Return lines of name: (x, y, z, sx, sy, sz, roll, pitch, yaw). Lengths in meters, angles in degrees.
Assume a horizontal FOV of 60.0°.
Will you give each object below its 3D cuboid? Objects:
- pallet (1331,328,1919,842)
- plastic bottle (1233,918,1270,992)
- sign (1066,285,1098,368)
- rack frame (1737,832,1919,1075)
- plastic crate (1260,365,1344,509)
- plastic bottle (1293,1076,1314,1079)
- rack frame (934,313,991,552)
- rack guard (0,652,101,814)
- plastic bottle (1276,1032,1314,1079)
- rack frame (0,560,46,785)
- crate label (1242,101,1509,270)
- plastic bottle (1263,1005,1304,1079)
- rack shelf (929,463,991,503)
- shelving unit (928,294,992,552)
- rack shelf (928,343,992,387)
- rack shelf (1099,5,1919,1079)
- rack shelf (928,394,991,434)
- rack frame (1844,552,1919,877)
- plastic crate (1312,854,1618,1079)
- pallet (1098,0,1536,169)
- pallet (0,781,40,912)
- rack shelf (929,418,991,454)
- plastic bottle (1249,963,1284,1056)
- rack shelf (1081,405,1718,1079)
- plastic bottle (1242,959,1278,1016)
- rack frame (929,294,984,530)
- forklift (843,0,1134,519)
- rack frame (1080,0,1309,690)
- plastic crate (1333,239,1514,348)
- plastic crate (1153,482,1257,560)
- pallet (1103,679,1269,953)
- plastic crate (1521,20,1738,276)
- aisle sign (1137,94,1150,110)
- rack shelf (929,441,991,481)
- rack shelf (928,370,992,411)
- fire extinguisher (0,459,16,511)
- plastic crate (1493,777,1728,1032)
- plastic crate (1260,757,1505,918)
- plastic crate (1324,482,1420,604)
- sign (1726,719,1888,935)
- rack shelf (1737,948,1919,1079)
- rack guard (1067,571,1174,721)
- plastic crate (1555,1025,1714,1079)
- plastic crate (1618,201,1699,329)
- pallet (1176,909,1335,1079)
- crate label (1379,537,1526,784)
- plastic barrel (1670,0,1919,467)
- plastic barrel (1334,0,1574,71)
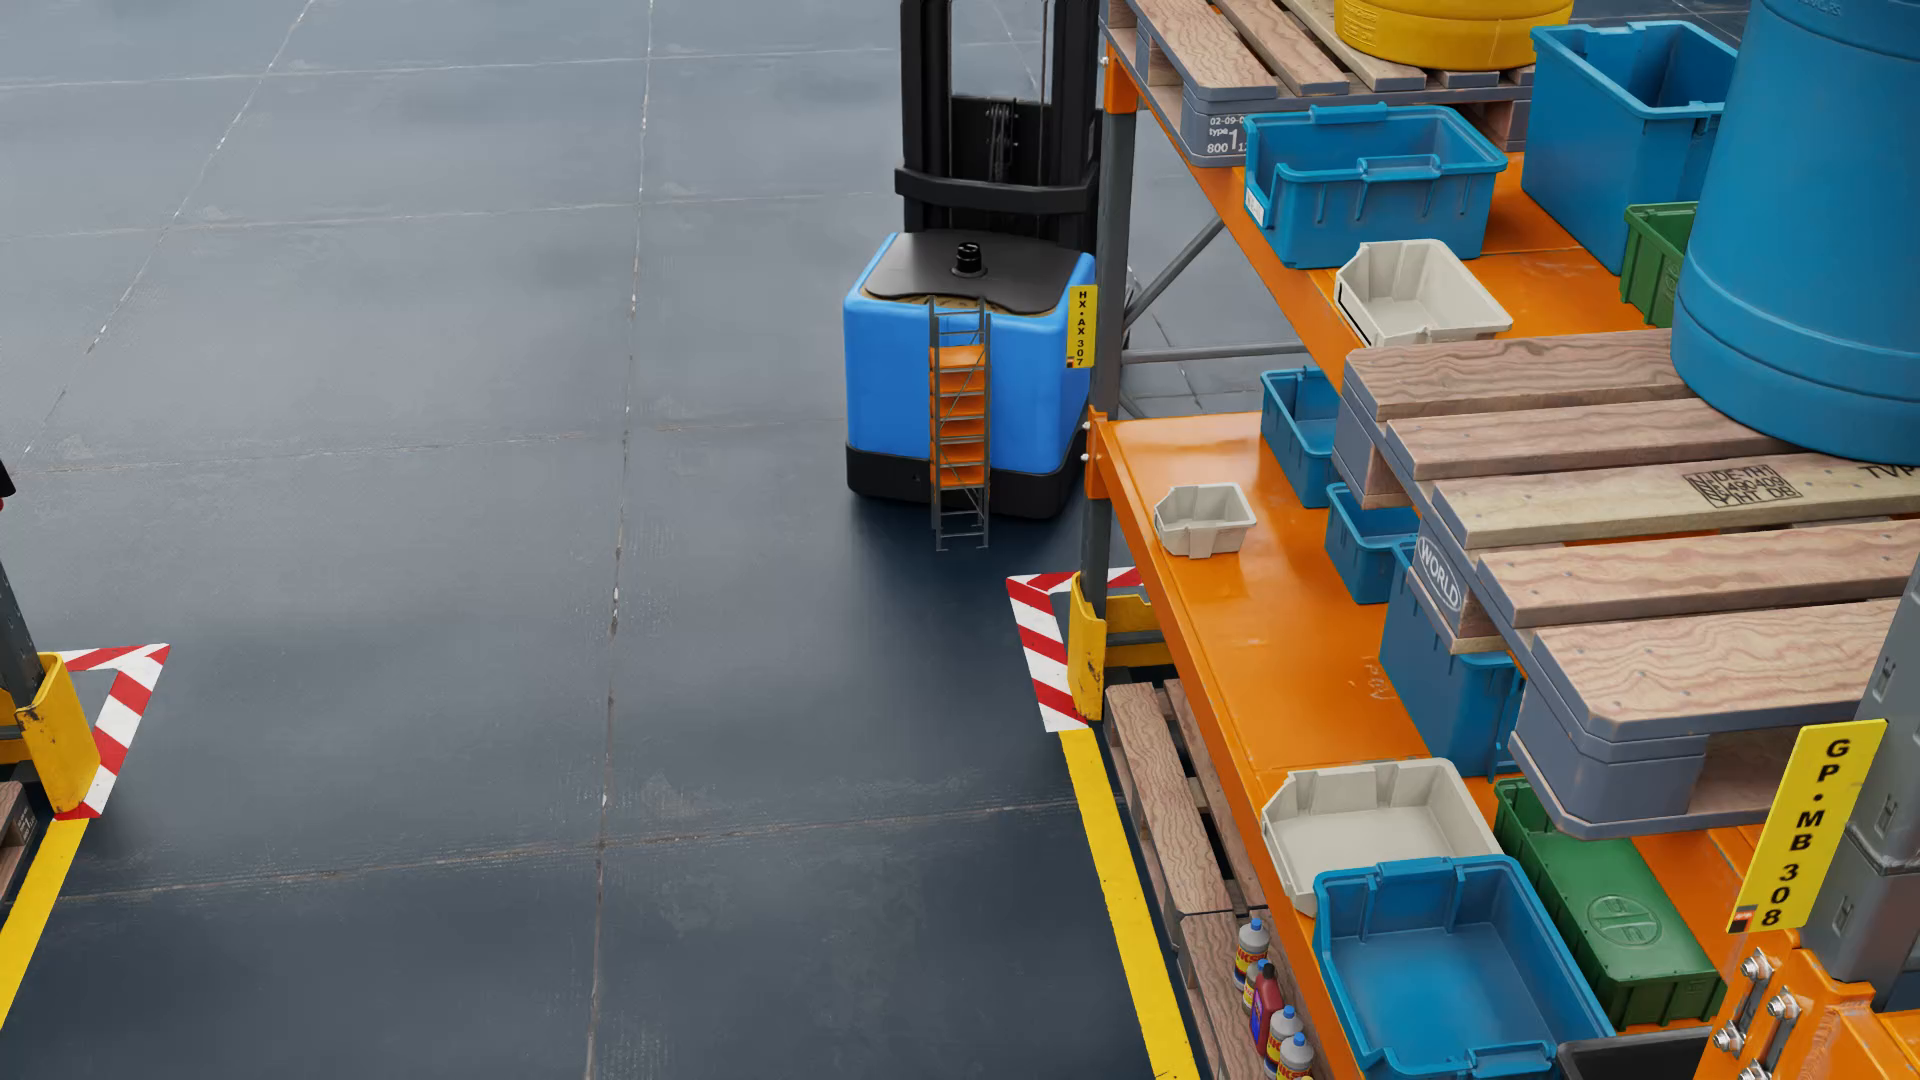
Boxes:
pallet: (1.327, -0.012, 2.609, 1.213, 0.211, 1.003, -4, 35, -6)
plastic bottle: (0.918, 1.293, 5.221, 0.097, 0.271, 0.097, 0, 34, 0)
sign: (0.437, -0.763, 5.960, 0.100, 0.325, 0.005, -4, 35, -6)
rack frame: (1.521, 1.544, 2.820, 1.000, 3.000, 0.127, -4, 35, -6)
plastic crate: (1.346, -0.370, 5.761, 0.499, 0.251, 0.616, -4, 35, -6)
plastic bottle: (0.991, 1.625, 4.797, 0.097, 0.201, 0.097, 0, 34, 0)
rack frame: (0.010, -0.453, 7.349, 0.240, 1.200, 0.006, -4, 34, -6)
rack guard: (-3.915, 0.763, 6.187, 1.175, 0.500, 0.348, -4, 35, -6)
plastic bottle: (0.977, 1.540, 4.858, 0.097, 0.271, 0.097, 0, 34, 0)
rack frame: (-3.925, -0.313, 5.545, 1.000, 3.000, 0.127, -4, 35, -6)
crate label: (0.907, -0.796, 3.723, 0.502, 0.251, 0.408, -4, 35, -6)
plastic bottle: (0.964, 1.485, 4.940, 0.097, 0.271, 0.097, 0, 34, 0)
rack shelf: (-0.002, -0.269, 7.584, 0.258, 0.103, 0.180, -4, 34, -6)
shelving unit: (-0.002, -0.504, 7.424, 0.258, 1.200, 0.189, -4, 34, -6)
rack shelf: (-0.002, -0.765, 7.246, 0.258, 0.103, 0.180, -4, 34, -6)
rack shelf: (1.252, -0.514, 3.816, 1.077, 0.370, 4.000, -4, 35, -6)
rack shelf: (-0.002, -0.566, 7.381, 0.258, 0.103, 0.180, -4, 34, -6)
rack frame: (1.521, -0.935, 1.131, 1.000, 3.000, 0.127, -4, 35, -6)
plastic crate: (1.103, 1.009, 3.738, 0.499, 0.251, 0.616, -4, 35, -6)
pallet: (0.997, -1.380, 4.616, 1.003, 0.211, 1.213, -4, 35, -6)
pallet: (-3.841, 1.338, 5.599, 1.003, 0.211, 1.213, -4, 35, -6)
rack shelf: (-0.002, -0.467, 7.449, 0.258, 0.103, 0.180, -4, 34, -6)
plastic bottle: (0.930, 1.416, 5.030, 0.061, 0.283, 0.133, -4, 34, -6)
rack shelf: (1.252, 0.726, 4.660, 1.077, 0.370, 4.000, -4, 35, -6)
plastic bottle: (0.932, 1.380, 5.156, 0.097, 0.201, 0.097, 0, 34, 0)
rack frame: (-0.014, -0.555, 7.499, 0.240, 1.200, 0.006, -4, 34, -6)
forklift: (0.317, -2.137, 8.282, 1.130, 2.935, 3.031, 8, 35, 12)
rack frame: (0.983, -0.688, 6.096, 1.000, 3.000, 0.127, -4, 35, -6)
plastic crate: (0.904, -0.451, 3.319, 0.243, 0.136, 0.396, -4, 35, -6)
plastic crate: (0.784, -0.055, 5.401, 0.298, 0.136, 0.250, -4, 35, -6)
pallet: (1.143, 0.957, 6.158, 1.003, 0.211, 1.213, -4, 35, -6)
plastic crate: (1.537, -0.879, 3.727, 0.392, 0.384, 0.575, -4, 35, -6)
aisle sign: (0.683, -1.780, 5.390, 0.394, 0.787, 0.004, -4, 35, -6)
rack shelf: (-0.002, -0.368, 7.516, 0.258, 0.103, 0.180, -4, 34, -6)
rack shelf: (-0.002, -0.666, 7.314, 0.258, 0.103, 0.180, -4, 34, -6)
fire extinguisher: (-3.484, -0.379, 5.712, 0.296, 0.674, 0.183, -4, 35, -6)
plastic crate: (1.618, 0.853, 4.023, 0.450, 0.188, 0.662, -4, 35, -6)
plastic crate: (1.051, 0.766, 4.196, 0.530, 0.136, 0.437, -4, 35, -6)
plastic crate: (1.428, -0.007, 5.228, 0.499, 0.251, 0.408, -4, 35, -6)
sign: (0.974, 0.337, 1.921, 0.100, 0.325, 0.005, -4, 35, -6)
rack shelf: (1.790, 1.718, 0.540, 1.077, 0.370, 4.000, -4, 35, -6)
rack guard: (1.039, 0.384, 6.742, 1.175, 0.500, 0.348, -4, 35, -6)
plastic crate: (1.576, 1.268, 3.280, 0.767, 0.338, 0.504, -4, 35, -6)
plastic crate: (1.578, -0.509, 3.357, 0.336, 0.188, 0.450, -4, 35, -6)
pallet: (1.304, 1.637, 5.161, 1.003, 0.211, 1.213, -4, 35, -6)
crate label: (1.498, 0.304, 4.608, 0.502, 0.435, 0.616, -4, 35, -6)
plastic barrel: (1.493, -0.639, 2.543, 0.600, 0.901, 0.708, -4, 35, -6)
plastic barrel: (1.262, -1.552, 4.160, 0.600, 0.588, 0.600, 0, 34, 0)
